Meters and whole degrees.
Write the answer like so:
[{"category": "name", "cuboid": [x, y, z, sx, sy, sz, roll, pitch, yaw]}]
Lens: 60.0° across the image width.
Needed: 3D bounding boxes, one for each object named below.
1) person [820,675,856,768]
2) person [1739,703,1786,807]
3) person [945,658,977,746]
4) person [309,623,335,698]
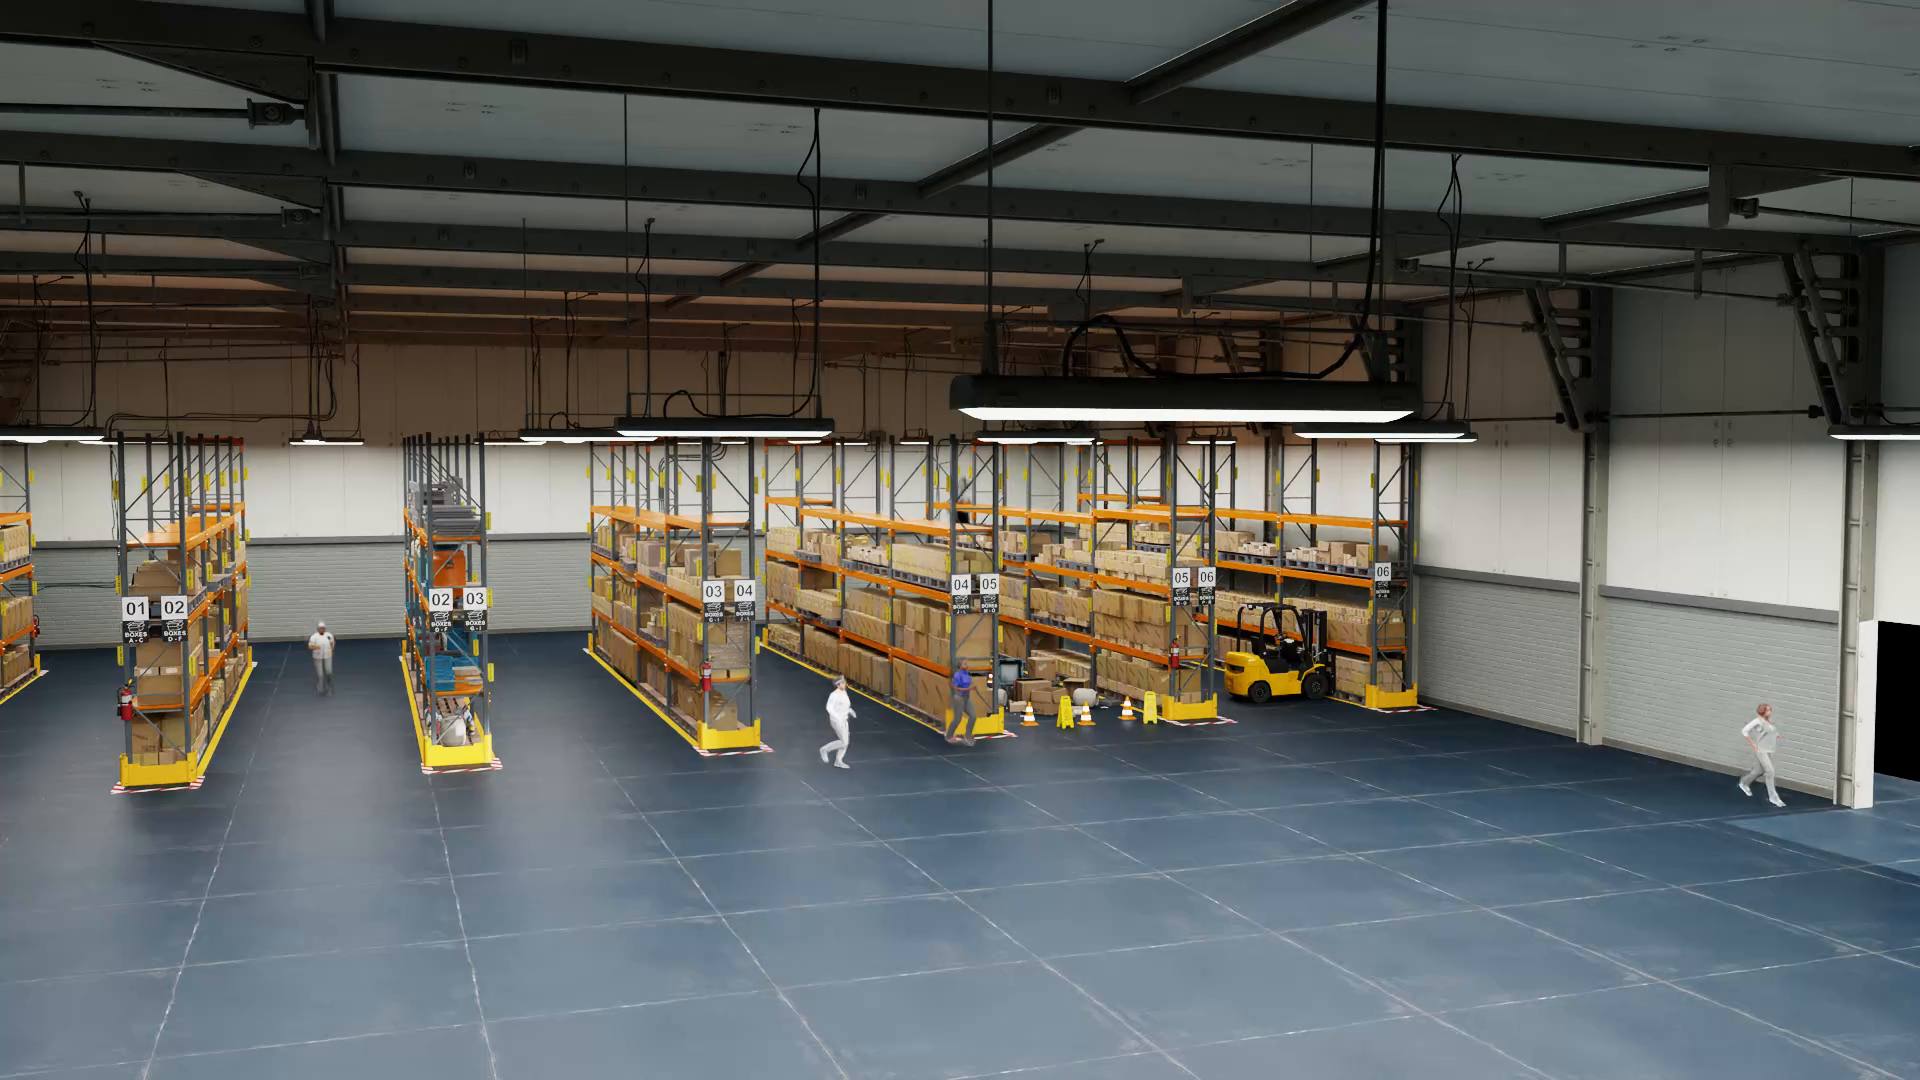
[{"category": "person", "cuboid": [-2.183, 3.247, 29.838, 0.594, 1.673, 0.606, 1, 3, 18]}, {"category": "person", "cuboid": [12.909, 3.416, 26.733, 0.531, 1.596, 0.878, -2, 4, -32]}, {"category": "person", "cuboid": [0.042, 3.142, 31.979, 0.667, 1.714, 0.578, 2, 4, 34]}, {"category": "person", "cuboid": [-14.738, 2.766, 38.420, 0.593, 1.722, 0.816, -2, 4, -27]}]
